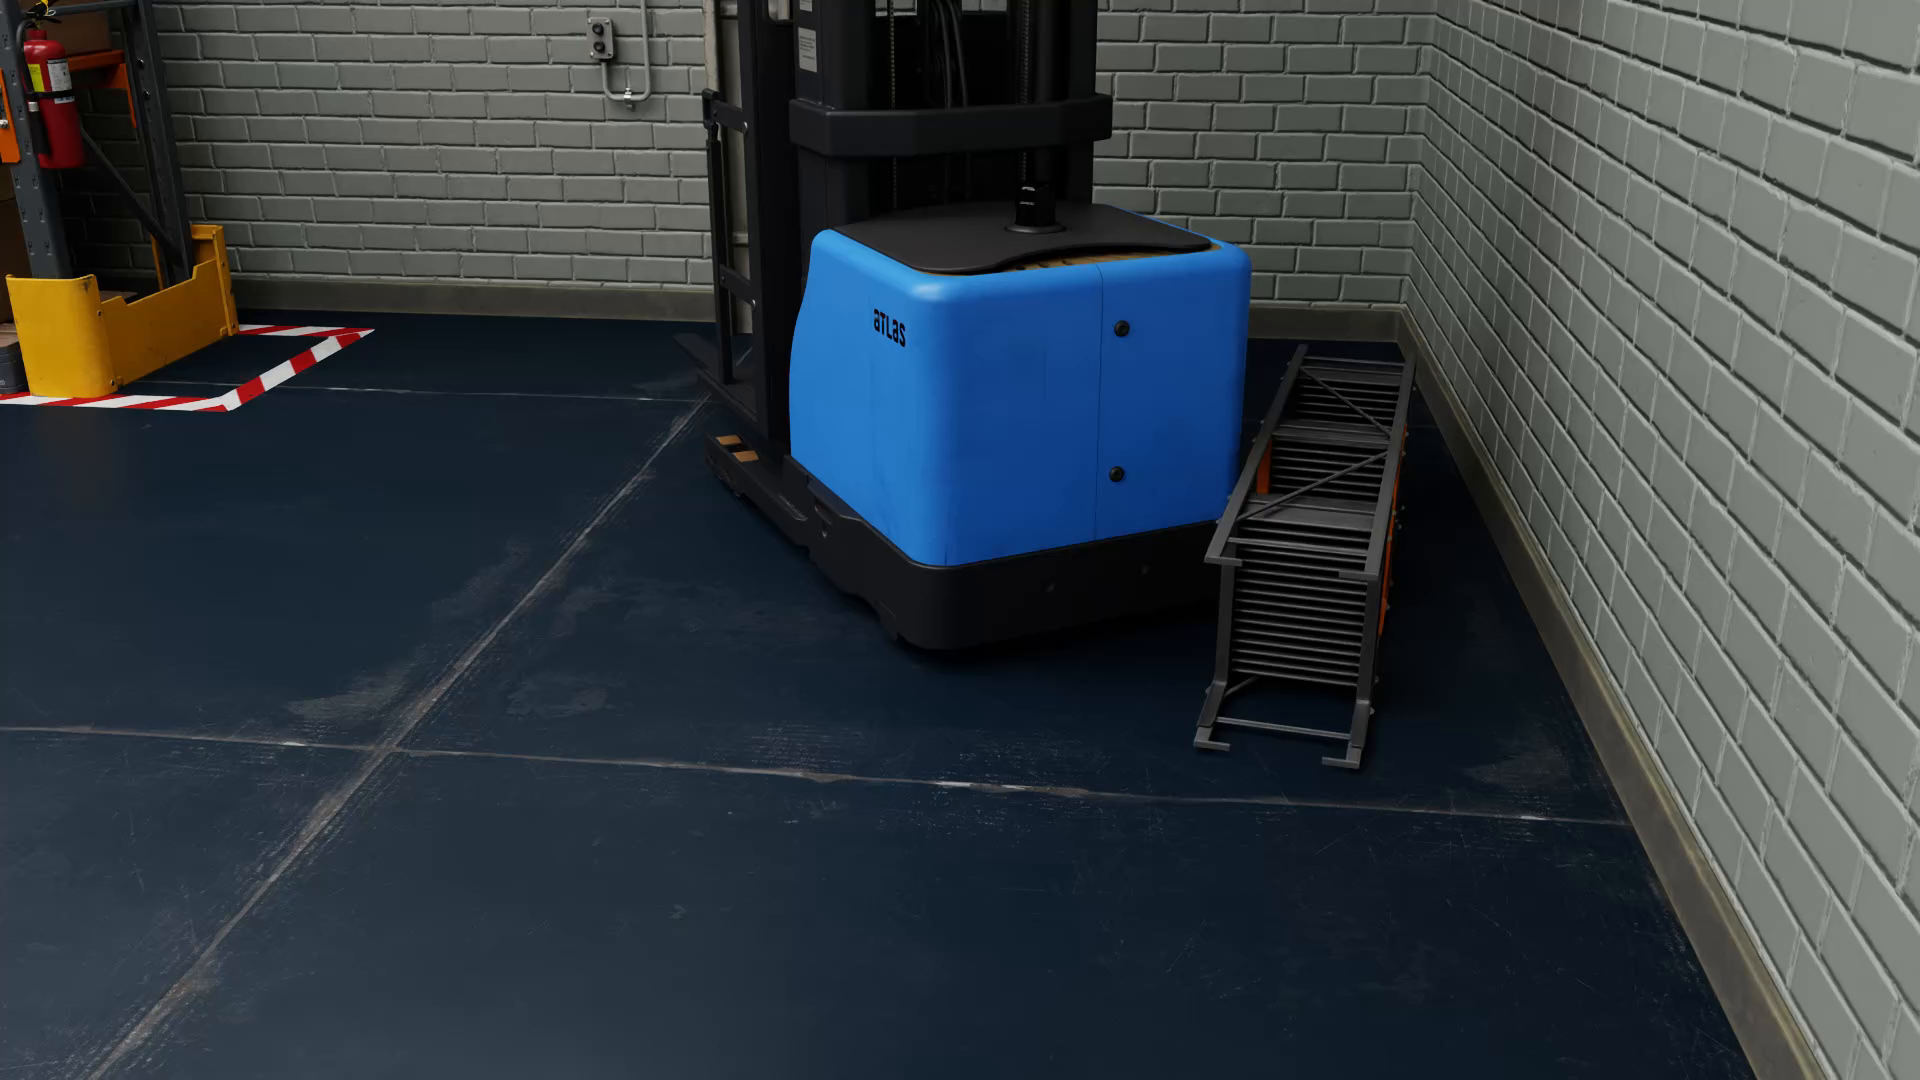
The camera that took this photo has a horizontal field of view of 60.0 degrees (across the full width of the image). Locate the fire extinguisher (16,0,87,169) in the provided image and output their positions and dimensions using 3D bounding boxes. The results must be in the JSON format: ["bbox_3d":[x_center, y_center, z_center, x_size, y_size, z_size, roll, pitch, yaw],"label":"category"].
[{"bbox_3d":[-3.610,-1.819,6.574,0.183,0.674,0.296,2,22,6],"label":"fire extinguisher"}]

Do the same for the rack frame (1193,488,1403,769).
[{"bbox_3d":[1.069,0.162,4.983,0.400,0.015,2.100,6,22,16],"label":"rack frame"}]

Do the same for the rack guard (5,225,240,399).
[{"bbox_3d":[-3.682,-1.040,7.391,0.348,0.500,1.175,2,22,6],"label":"rack guard"}]

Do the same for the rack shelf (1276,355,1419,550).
[{"bbox_3d":[1.268,-0.302,5.509,0.431,0.480,0.518,6,22,16],"label":"rack shelf"}]

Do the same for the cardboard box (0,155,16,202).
[{"bbox_3d":[-4.265,-1.600,7.353,0.250,0.149,0.380,3,22,7],"label":"cardboard box"}]

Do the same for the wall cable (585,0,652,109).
[{"bbox_3d":[-2.323,-2.966,7.481,1.851,1.984,0.084,2,22,6],"label":"wall cable"}]

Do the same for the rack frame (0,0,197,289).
[{"bbox_3d":[-3.706,-2.204,6.934,0.127,3.000,1.000,2,22,6],"label":"rack frame"}]

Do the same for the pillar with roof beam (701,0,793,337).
[{"bbox_3d":[-1.429,-3.621,2.359,0.400,9.000,9.100,2,22,6],"label":"pillar with roof beam"}]

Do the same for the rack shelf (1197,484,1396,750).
[{"bbox_3d":[0.865,0.179,4.258,0.431,0.480,0.518,6,22,16],"label":"rack shelf"}]

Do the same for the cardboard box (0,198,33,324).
[{"bbox_3d":[-4.413,-1.230,7.301,0.500,0.500,0.700,2,22,6],"label":"cardboard box"}]

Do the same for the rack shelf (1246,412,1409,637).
[{"bbox_3d":[1.066,-0.061,4.883,0.431,0.480,0.518,6,22,16],"label":"rack shelf"}]

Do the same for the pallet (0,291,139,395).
[{"bbox_3d":[-4.509,-0.913,7.462,1.213,0.211,1.003,2,22,6],"label":"pallet"}]

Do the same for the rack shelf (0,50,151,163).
[{"bbox_3d":[-5.692,-1.956,7.285,4.000,0.370,1.077,2,22,6],"label":"rack shelf"}]

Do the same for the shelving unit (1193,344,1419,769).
[{"bbox_3d":[1.070,-0.066,4.896,0.431,0.503,2.100,6,22,16],"label":"shelving unit"}]

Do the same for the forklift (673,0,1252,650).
[{"bbox_3d":[-0.263,-1.570,5.426,1.130,2.935,3.031,-10,24,-23],"label":"forklift"}]

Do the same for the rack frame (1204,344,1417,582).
[{"bbox_3d":[1.071,-0.294,4.808,0.400,0.015,2.100,6,22,16],"label":"rack frame"}]

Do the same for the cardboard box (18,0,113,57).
[{"bbox_3d":[-4.213,-2.362,6.926,0.700,0.700,0.980,3,22,9],"label":"cardboard box"}]
